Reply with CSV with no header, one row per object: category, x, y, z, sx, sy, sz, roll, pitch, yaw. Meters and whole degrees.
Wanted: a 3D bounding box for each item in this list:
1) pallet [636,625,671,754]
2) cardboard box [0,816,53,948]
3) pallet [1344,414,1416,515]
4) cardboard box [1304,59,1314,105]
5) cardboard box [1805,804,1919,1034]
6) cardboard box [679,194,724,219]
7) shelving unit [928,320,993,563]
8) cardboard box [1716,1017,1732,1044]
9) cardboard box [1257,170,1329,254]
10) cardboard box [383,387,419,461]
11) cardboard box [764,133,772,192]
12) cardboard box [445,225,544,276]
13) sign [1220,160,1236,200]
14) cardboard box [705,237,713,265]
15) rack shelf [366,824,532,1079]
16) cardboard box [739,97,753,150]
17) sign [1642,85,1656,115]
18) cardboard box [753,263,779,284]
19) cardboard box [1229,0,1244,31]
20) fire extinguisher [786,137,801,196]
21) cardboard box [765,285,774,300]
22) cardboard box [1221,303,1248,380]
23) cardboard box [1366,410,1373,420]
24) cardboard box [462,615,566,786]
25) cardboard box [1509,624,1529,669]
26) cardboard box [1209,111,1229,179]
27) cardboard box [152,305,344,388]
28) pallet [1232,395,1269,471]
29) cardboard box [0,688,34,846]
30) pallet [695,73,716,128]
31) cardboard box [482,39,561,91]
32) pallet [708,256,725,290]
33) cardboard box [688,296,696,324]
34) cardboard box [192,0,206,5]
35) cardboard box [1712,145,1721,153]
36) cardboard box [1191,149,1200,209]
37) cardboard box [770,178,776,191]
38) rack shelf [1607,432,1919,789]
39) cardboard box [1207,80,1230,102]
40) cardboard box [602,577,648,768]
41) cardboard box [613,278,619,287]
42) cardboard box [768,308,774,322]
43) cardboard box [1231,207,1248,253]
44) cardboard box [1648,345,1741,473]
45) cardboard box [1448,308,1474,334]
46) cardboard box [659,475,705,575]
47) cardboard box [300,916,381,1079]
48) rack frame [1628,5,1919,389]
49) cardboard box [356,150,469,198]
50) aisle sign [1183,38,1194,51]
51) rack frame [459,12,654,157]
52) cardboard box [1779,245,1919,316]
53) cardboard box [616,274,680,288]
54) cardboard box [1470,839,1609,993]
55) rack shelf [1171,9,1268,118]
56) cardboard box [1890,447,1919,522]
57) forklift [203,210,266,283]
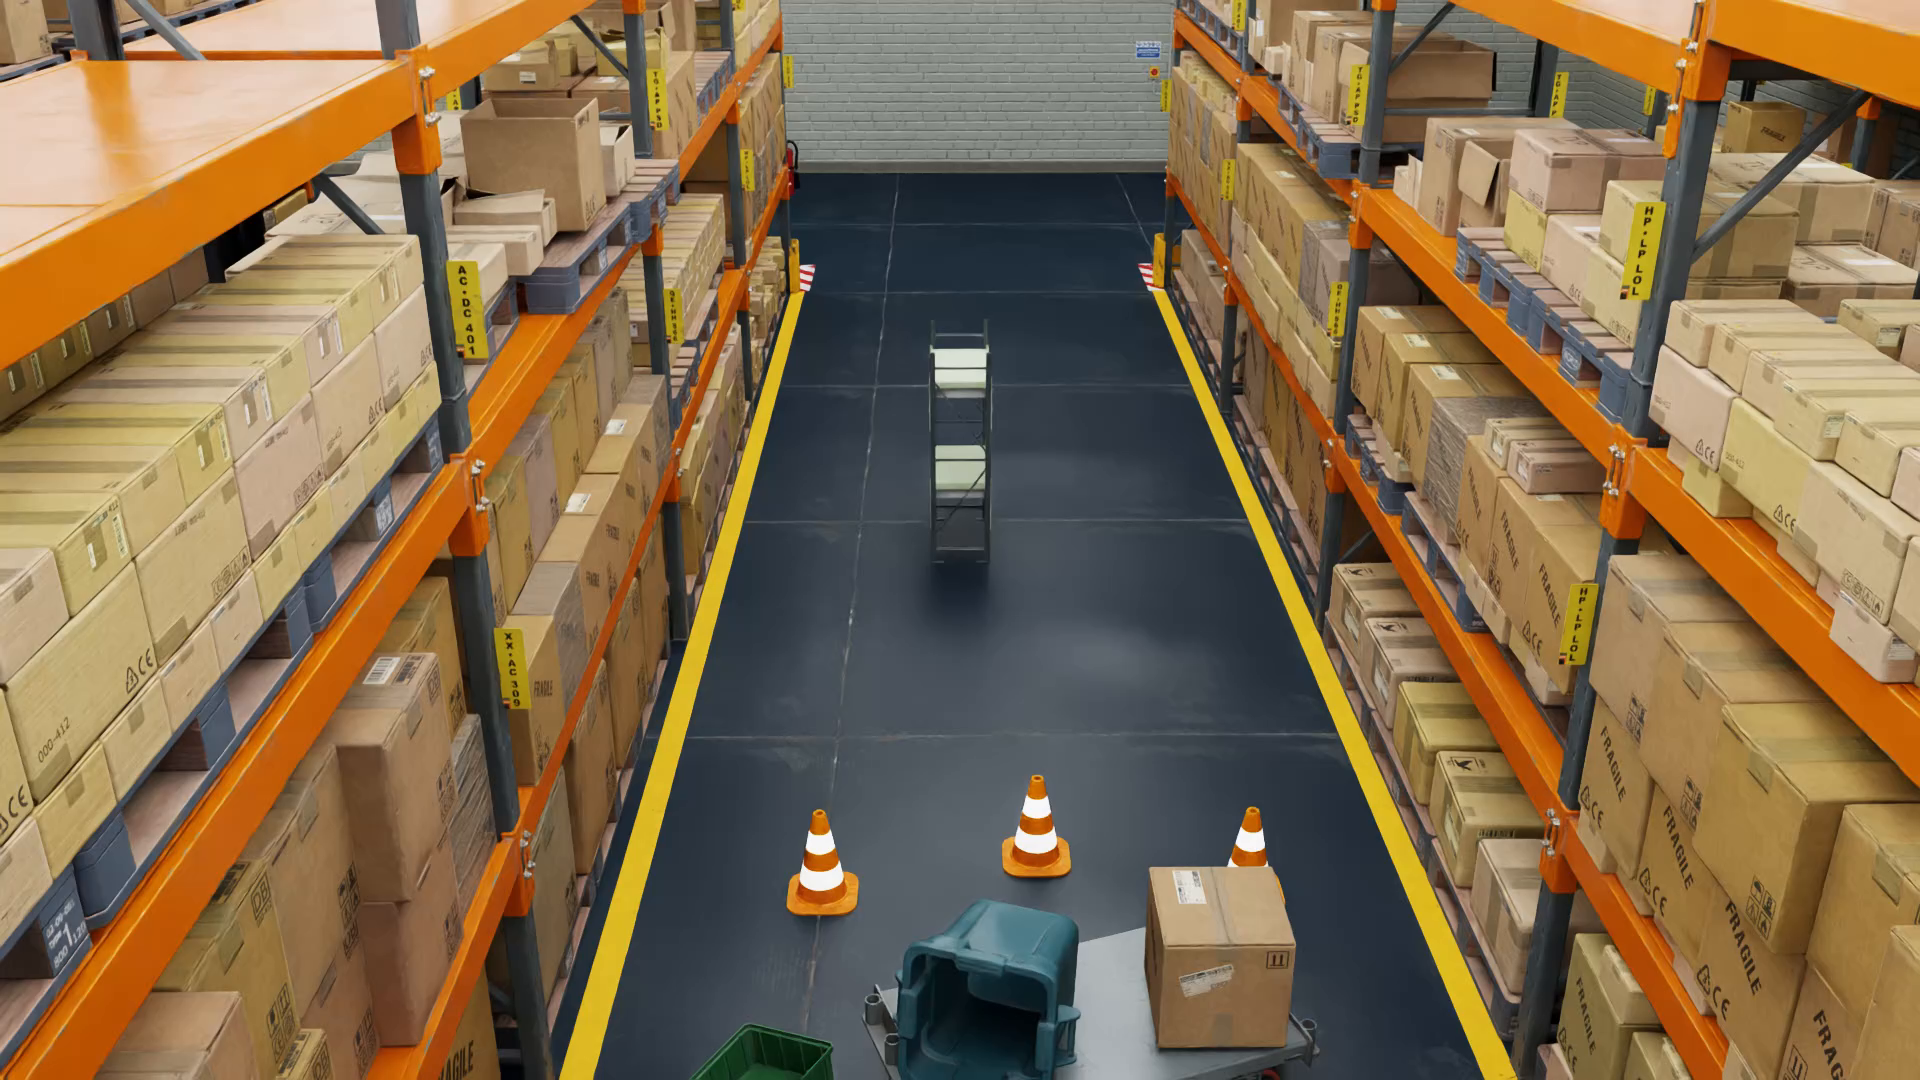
pallet,-2.264,0.842,9.632,1.003,0.211,1.213,0,24,-1
cardboard box,-1.802,0.598,2.821,0.380,0.149,0.250,0,24,0
pallet,2.866,-0.437,9.309,1.213,0.211,1.003,0,24,-1
cardboard box,2.386,-2.880,10.492,0.396,0.266,0.258,-1,24,-2
cardboard box,2.642,1.008,4.185,0.700,0.500,0.500,0,24,-1
cardboard box,-2.041,-2.585,12.899,0.380,0.149,0.250,1,24,2
shelving unit,0.000,-0.681,11.435,0.431,1.500,0.755,0,24,-1
cardboard box,2.568,1.502,5.095,0.380,0.149,0.250,0,24,-1
cardboard box,2.461,-2.368,12.011,0.500,0.500,0.500,-1,24,-2
cardboard box,-1.827,-0.342,4.900,0.380,0.149,0.250,0,24,0
cardboard box,-2.012,-3.420,15.190,0.500,0.500,0.500,1,24,2
cardboard box,-1.909,-1.173,6.738,0.380,0.149,0.250,0,24,-1
sign,2.153,-2.893,13.360,0.100,0.325,0.005,0,24,-1
cardboard box,-2.028,-2.128,12.249,0.380,0.149,0.250,-1,24,-2
rack shelf,-2.132,2.047,4.458,1.077,0.370,4.000,0,24,-1
cardboard box,-2.023,-3.439,14.018,0.500,0.500,0.500,-1,24,-2
sign,7.085,-4.530,17.075,0.100,0.325,0.005,0,24,-1
cardboard box,-1.952,-2.569,16.018,0.380,0.149,0.250,1,24,1
cardboard box,2.381,-4.270,13.443,0.396,0.266,0.258,1,24,1
fire extinguisher,-1.826,-3.951,17.392,0.296,0.674,0.183,0,24,-1
cardboard box,-1.983,-2.329,15.848,0.380,0.149,0.250,1,24,2
cardboard box,2.808,-1.749,14.576,0.875,0.438,0.875,-1,24,-1
cardboard box,2.569,-0.760,9.585,0.380,0.149,0.250,-2,24,-4
cardboard box,-1.890,0.631,6.593,0.500,0.500,0.500,0,24,0
cardboard box,2.528,0.434,6.945,0.380,0.149,0.250,-1,24,-2
cardboard box,2.429,-3.369,14.225,0.500,0.500,0.500,-1,24,-1
cardboard box,-1.824,-0.498,4.277,0.380,0.149,0.250,0,24,0
pallet,2.792,-0.878,13.434,1.003,0.211,1.213,0,24,-1
cardboard box,-1.865,0.463,2.636,0.500,0.250,0.500,-1,24,-1
pallet,-2.326,-3.001,11.333,1.213,0.211,1.003,0,24,-1
cardboard box,-2.461,-2.680,9.346,0.396,0.266,0.258,0,24,-1
pallet,-2.378,-1.999,12.762,1.003,0.211,1.213,0,24,-1
cardboard box,-2.017,-1.562,11.359,0.380,0.149,0.250,0,24,0
cardboard box,-7.246,-5.059,14.904,0.700,0.500,0.500,-2,24,-4
cardboard box,7.378,-3.600,15.891,0.500,0.250,0.500,-1,24,-2
cardboard box,2.425,-3.336,15.365,0.500,0.500,0.500,1,24,1
cardboard box,-1.989,-3.492,16.135,0.380,0.149,0.250,0,24,1
rack shelf,2.817,0.616,3.981,1.077,0.370,4.000,0,24,-1
cardboard box,2.418,-4.016,14.868,0.380,0.149,0.250,0,24,-1
cardboard box,-2.268,0.692,8.801,1.050,0.750,0.750,0,24,0
cardboard box,-2.684,-1.889,12.081,0.380,0.149,0.250,-1,24,-3
cardboard box,-1.985,-2.192,15.908,0.380,0.149,0.250,0,24,0
cardboard box,2.431,-2.443,13.086,0.500,0.250,0.500,-1,24,-2
cardboard box,2.526,-0.421,5.221,0.500,0.250,0.500,-1,24,-2
cardboard box,3.034,-1.004,9.337,0.500,0.500,0.500,-1,24,-2
cardboard box,-1.950,-0.099,10.852,0.500,0.500,0.500,-1,24,-3
cardboard box,-2.221,1.428,4.771,0.875,0.550,0.550,0,24,-1
rack frame,2.795,-1.903,5.037,1.000,3.000,0.127,0,24,-1
cardboard box,-2.398,-1.599,7.483,0.500,0.311,0.500,-1,24,-1
aisle sign,2.373,-5.327,16.733,0.394,0.787,0.004,0,24,-1
rack frame,-2.197,-3.487,8.540,1.000,3.000,0.127,0,24,-1
cardboard box,3.190,-0.901,6.136,0.500,0.250,0.500,-1,24,-2
cardboard box,-2.015,-1.614,10.751,0.380,0.149,0.250,-1,24,-3
cardboard box,2.787,1.621,7.206,0.950,0.372,0.625,0,24,0
rack shelf,2.686,-4.329,14.914,1.077,0.370,4.000,0,24,-1
cardboard box,2.541,-0.117,4.066,0.380,0.149,0.250,-1,24,-1
forklift,-5.302,-1.245,10.946,3.031,2.935,1.130,-1,24,-2
